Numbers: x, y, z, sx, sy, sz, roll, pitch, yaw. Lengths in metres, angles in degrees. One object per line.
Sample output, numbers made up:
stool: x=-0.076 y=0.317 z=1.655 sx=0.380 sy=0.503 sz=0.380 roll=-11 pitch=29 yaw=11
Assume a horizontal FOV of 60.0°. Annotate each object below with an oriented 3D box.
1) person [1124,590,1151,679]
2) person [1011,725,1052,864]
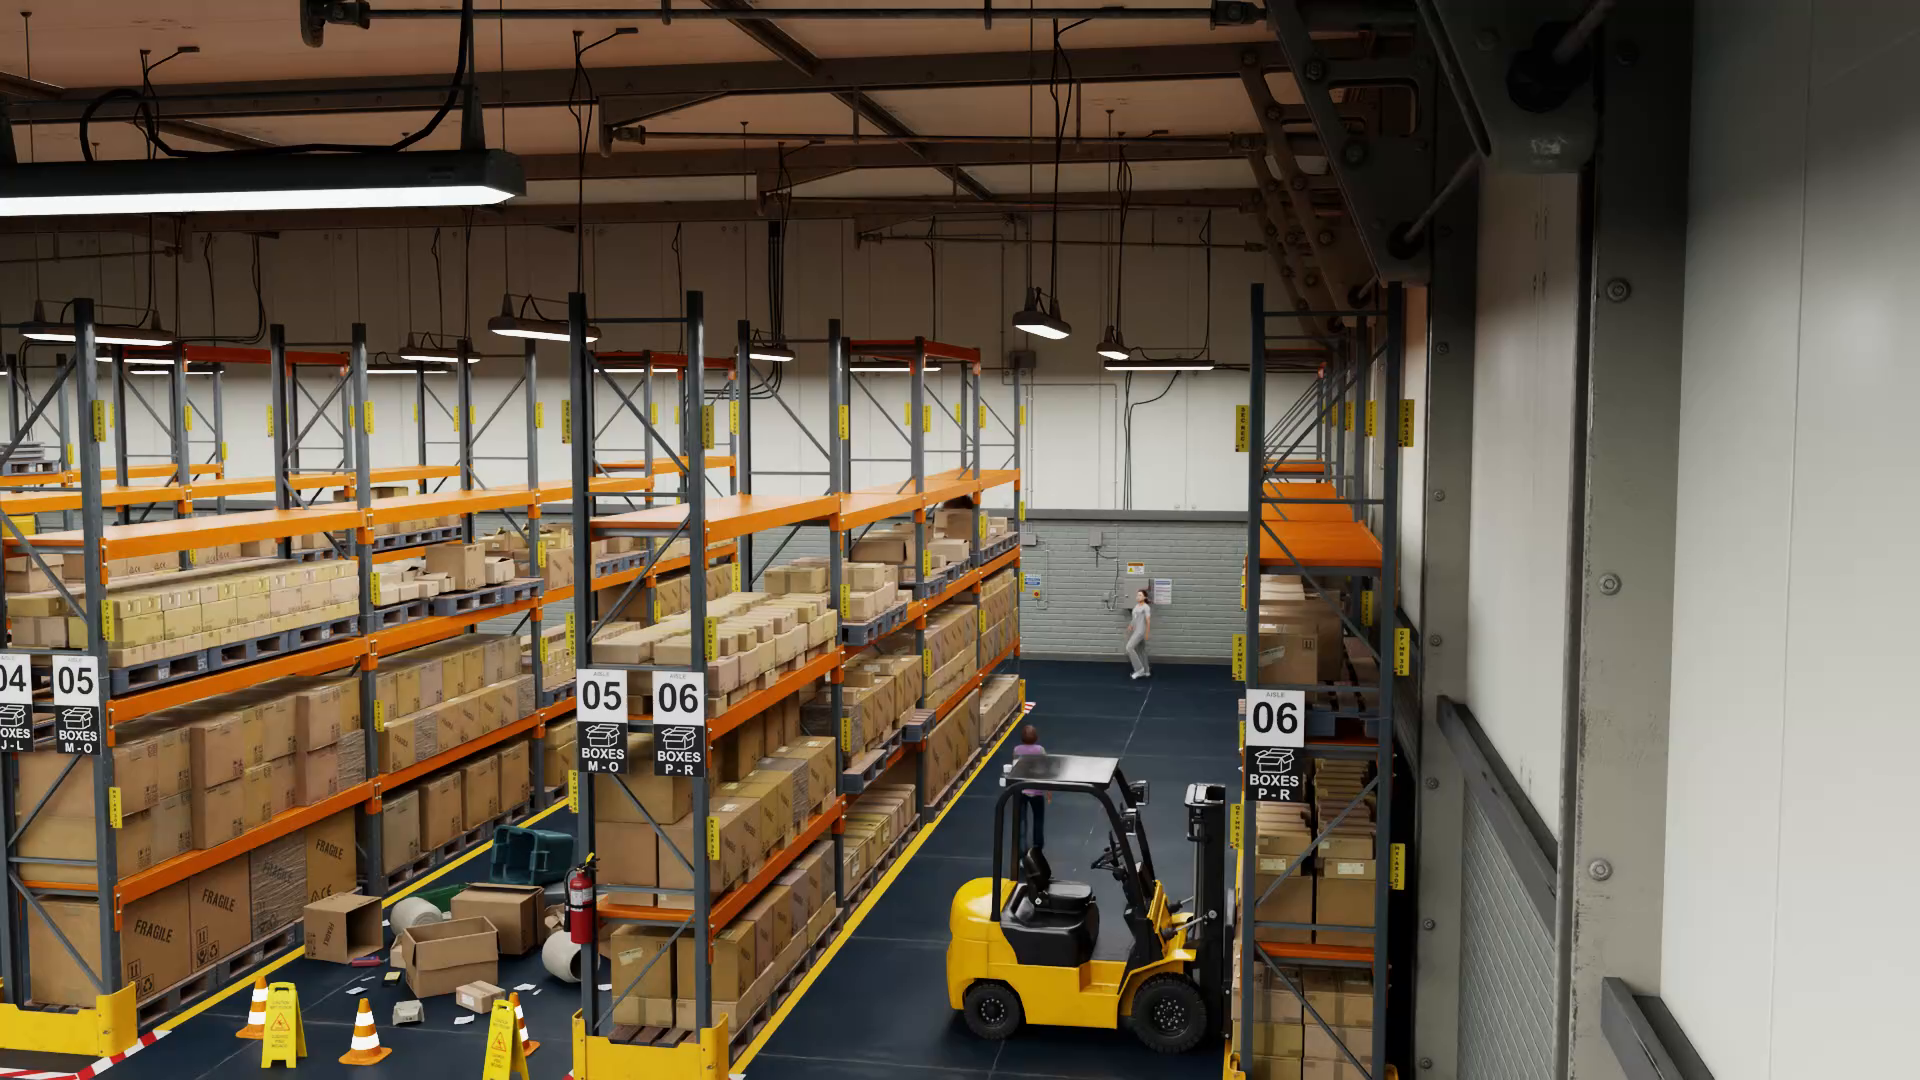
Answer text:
person: x=3.378 y=1.783 z=31.623 sx=0.501 sy=1.678 sz=0.416 roll=-1 pitch=5 yaw=-6
person: x=0.804 y=2.882 z=18.870 sx=0.515 sy=1.576 sz=0.893 roll=1 pitch=5 yaw=11
